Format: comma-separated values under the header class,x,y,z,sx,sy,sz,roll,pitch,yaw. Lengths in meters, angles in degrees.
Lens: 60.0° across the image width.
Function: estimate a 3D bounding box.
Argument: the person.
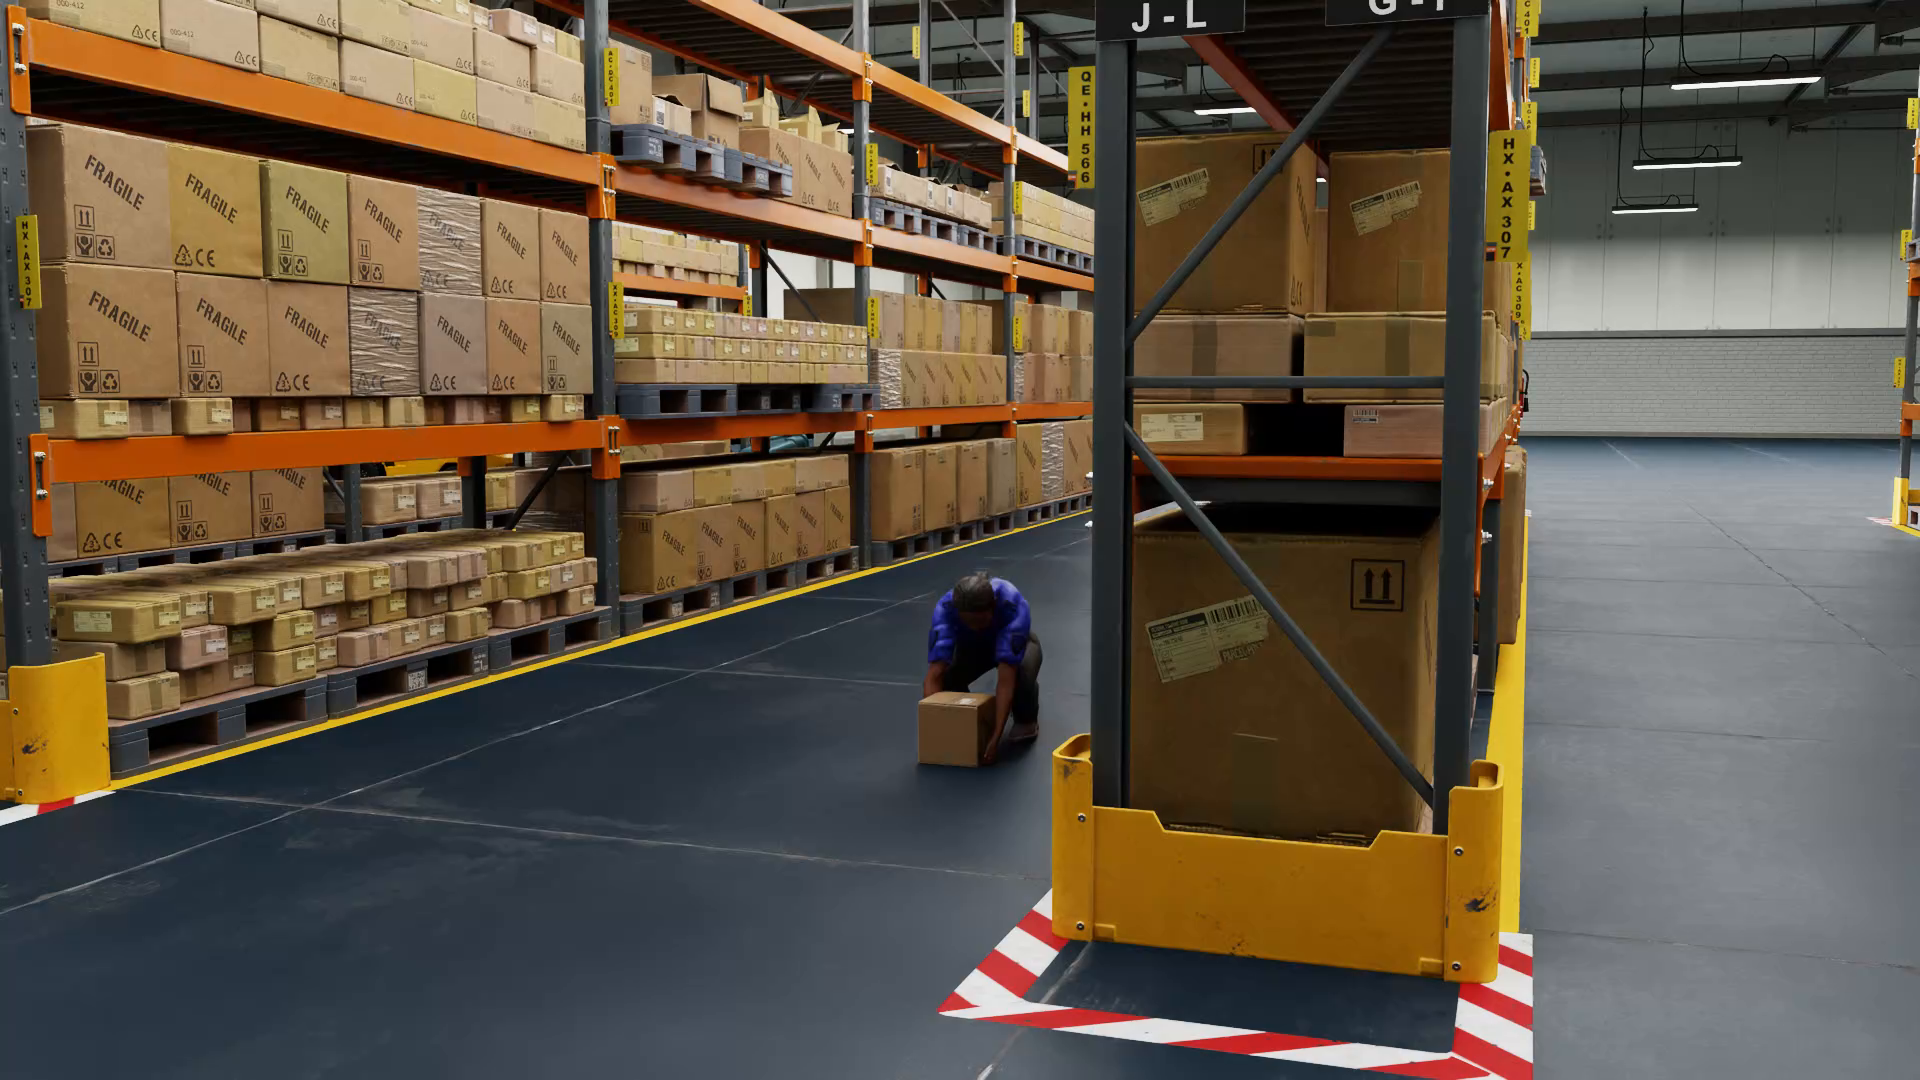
class,x,y,z,sx,sy,sz,roll,pitch,yaw
person,0.101,0.505,6.982,0.483,0.809,0.830,2,6,18
